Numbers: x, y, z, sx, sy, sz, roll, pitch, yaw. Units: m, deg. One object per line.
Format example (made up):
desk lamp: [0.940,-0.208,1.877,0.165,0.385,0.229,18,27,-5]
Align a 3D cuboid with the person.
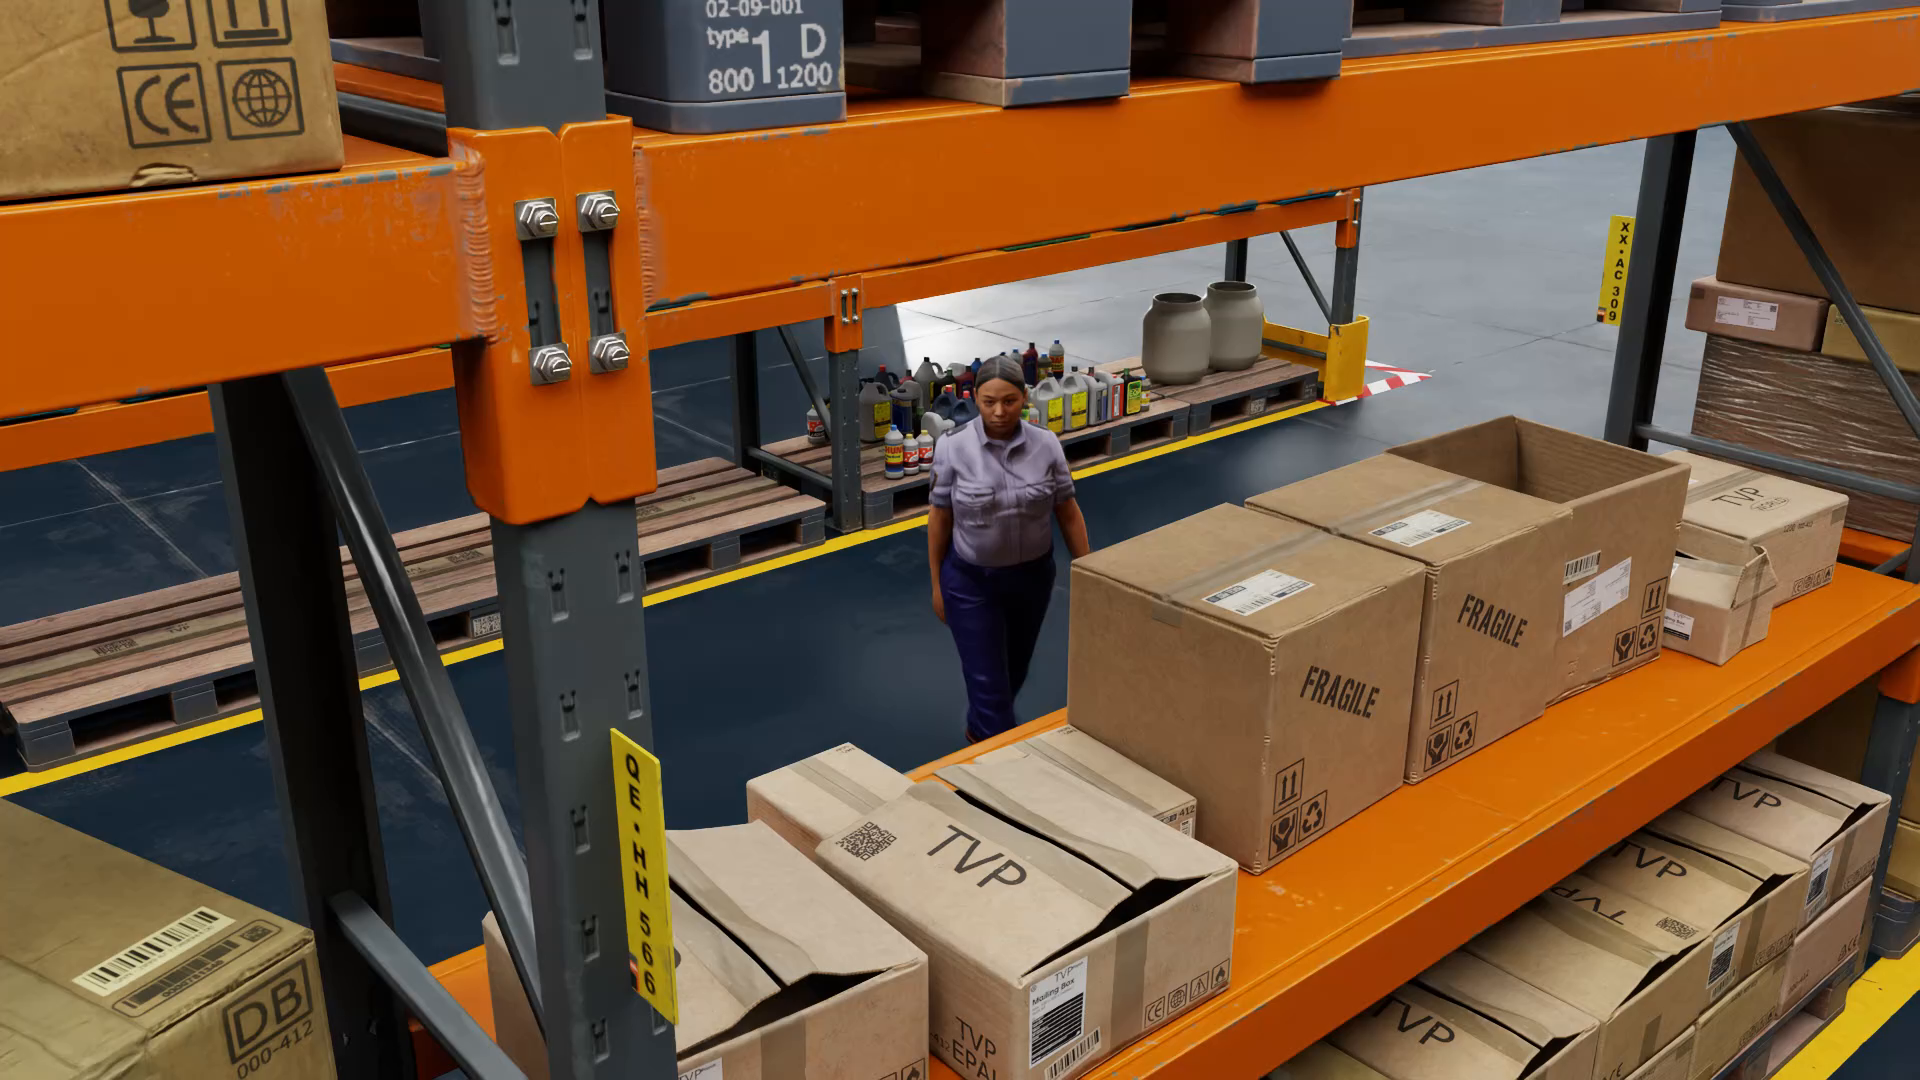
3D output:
person: [0.193,0.160,5.683,0.553,1.623,0.828,-7,22,-18]
